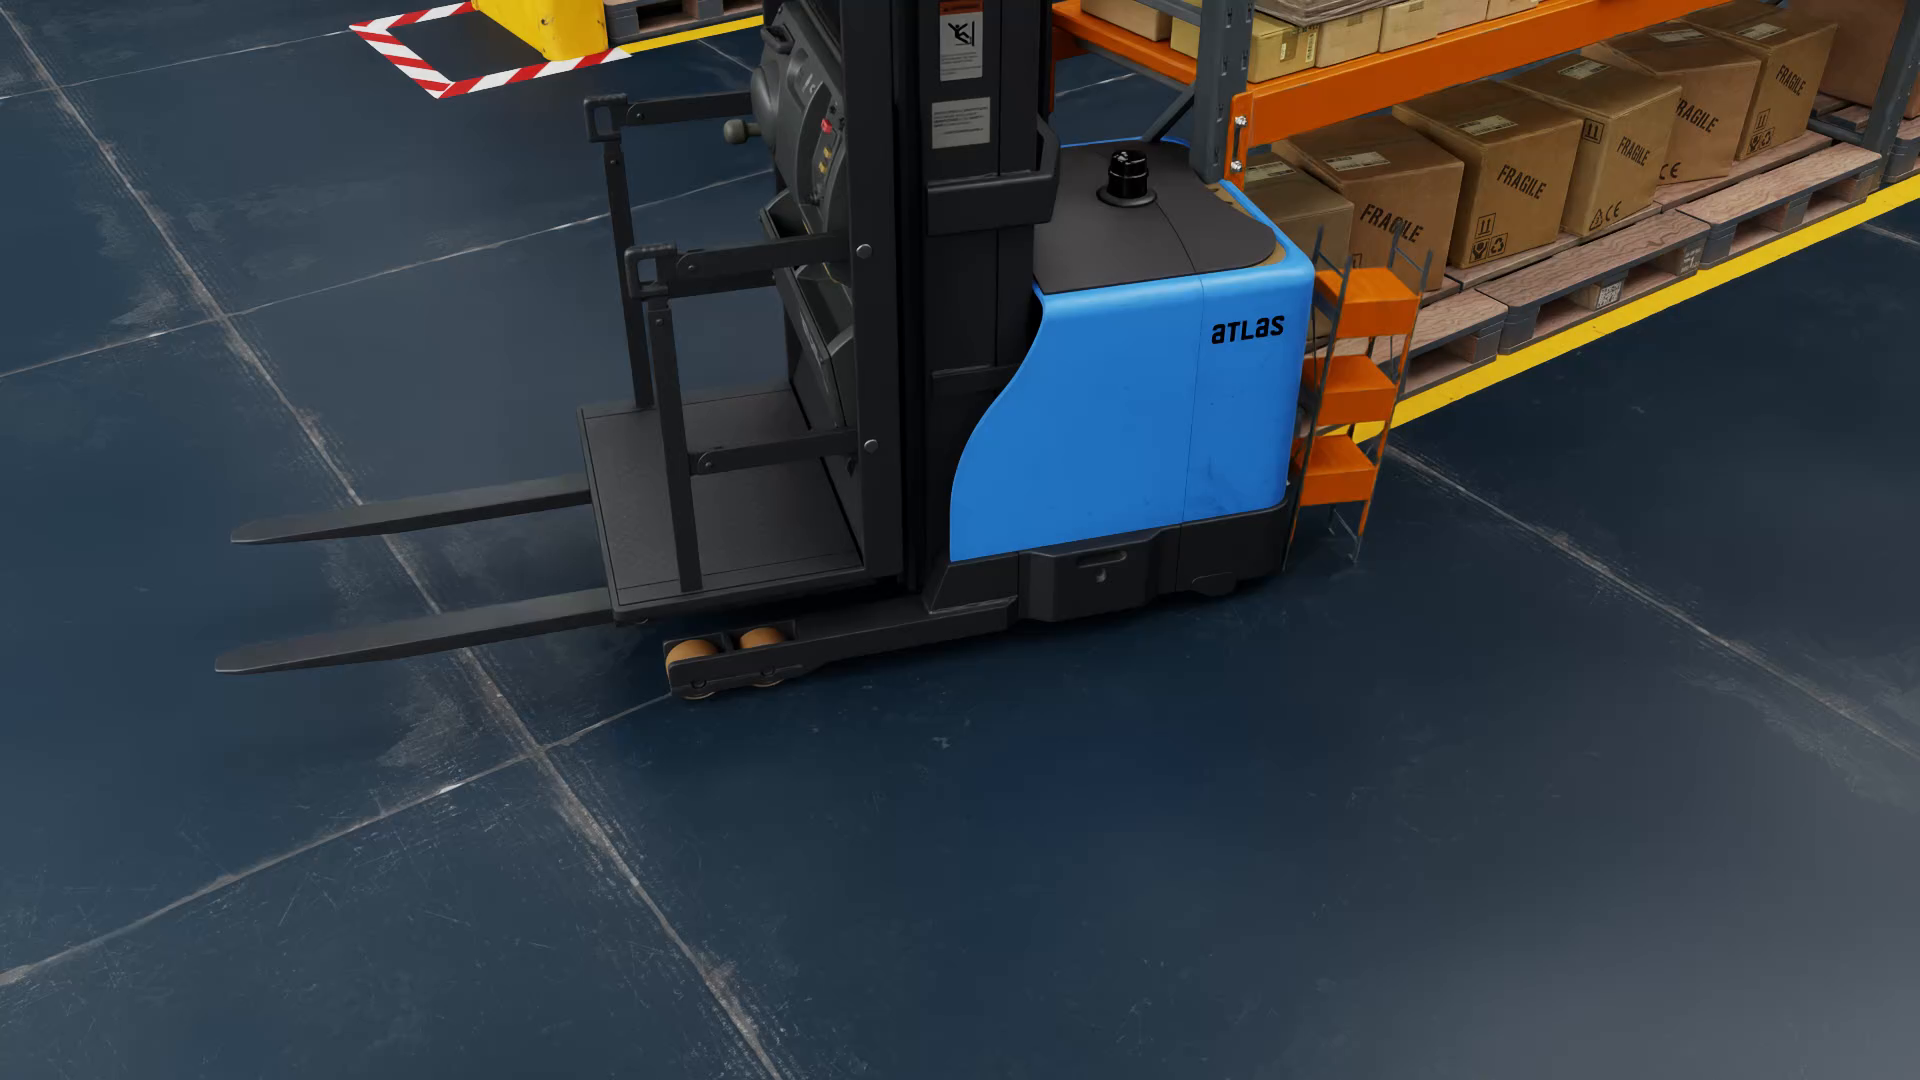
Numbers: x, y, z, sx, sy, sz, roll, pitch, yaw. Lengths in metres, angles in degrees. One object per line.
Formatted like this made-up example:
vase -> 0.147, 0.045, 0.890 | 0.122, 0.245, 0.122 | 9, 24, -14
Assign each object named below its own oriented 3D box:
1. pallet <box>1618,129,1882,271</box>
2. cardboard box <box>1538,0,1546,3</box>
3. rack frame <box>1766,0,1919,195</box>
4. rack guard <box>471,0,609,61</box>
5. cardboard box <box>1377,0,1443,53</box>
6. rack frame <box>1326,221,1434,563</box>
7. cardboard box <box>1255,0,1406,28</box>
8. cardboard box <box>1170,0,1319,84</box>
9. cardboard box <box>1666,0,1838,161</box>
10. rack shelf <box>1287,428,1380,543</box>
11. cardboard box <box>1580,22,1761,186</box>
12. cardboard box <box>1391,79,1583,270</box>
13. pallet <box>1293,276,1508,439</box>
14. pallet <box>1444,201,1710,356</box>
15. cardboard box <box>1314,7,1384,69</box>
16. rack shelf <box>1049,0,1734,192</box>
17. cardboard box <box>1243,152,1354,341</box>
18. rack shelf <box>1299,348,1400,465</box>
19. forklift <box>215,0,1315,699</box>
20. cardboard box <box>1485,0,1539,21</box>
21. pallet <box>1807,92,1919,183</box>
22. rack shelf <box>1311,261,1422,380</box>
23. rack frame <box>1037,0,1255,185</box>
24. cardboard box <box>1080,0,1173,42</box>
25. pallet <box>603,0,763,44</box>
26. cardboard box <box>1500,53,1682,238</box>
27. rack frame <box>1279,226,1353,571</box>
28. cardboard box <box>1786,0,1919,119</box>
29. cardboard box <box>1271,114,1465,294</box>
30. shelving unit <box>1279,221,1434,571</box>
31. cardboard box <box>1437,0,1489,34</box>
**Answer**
pallet -> 3.226, -1.617, 7.318 | 1.213, 0.211, 1.003 | -22, 41, -28
cardboard box -> 1.874, -1.950, 5.608 | 0.250, 0.149, 0.380 | -22, 41, -28
rack frame -> 3.755, -2.992, 6.841 | 0.127, 3.000, 1.000 | -22, 41, -28
rack guard -> -2.333, -3.044, 9.054 | 0.348, 0.500, 1.175 | -22, 41, -28
cardboard box -> 1.284, -1.679, 5.230 | 0.250, 0.149, 0.380 | -22, 41, -28
rack frame -> 1.233, -0.415, 4.929 | 0.008, 1.050, 0.200 | -6, 36, -15
cardboard box -> 0.951, -1.980, 5.094 | 0.500, 0.500, 0.875 | -22, 41, -28
cardboard box -> 0.856, -1.527, 5.019 | 0.250, 0.149, 0.380 | -22, 41, -28
cardboard box -> 3.405, -2.032, 7.288 | 0.500, 0.500, 0.500 | -24, 42, -29
rack shelf -> 1.096, -0.167, 5.062 | 0.240, 0.259, 0.215 | -6, 36, -15
cardboard box -> 2.941, -1.836, 7.015 | 0.500, 0.500, 0.500 | -10, 37, -14
cardboard box -> 1.997, -1.423, 6.441 | 0.500, 0.500, 0.500 | -18, 40, -24
pallet -> 1.232, -0.797, 6.177 | 1.213, 0.211, 1.003 | -22, 41, -28
pallet -> 2.228, -1.205, 6.744 | 1.213, 0.211, 1.003 | -22, 41, -28
cardboard box -> 1.071, -1.602, 5.123 | 0.250, 0.149, 0.380 | -22, 41, -28
rack shelf -> 2.120, -2.027, 6.116 | 4.000, 0.370, 1.077 | -22, 41, -28
cardboard box -> 1.005, -1.004, 5.859 | 0.500, 0.500, 0.500 | -15, 38, -20
rack shelf -> 1.115, -0.395, 4.904 | 0.240, 0.259, 0.215 | -6, 36, -15
forklift -> -0.601, -1.090, 4.256 | 3.031, 2.935, 1.130 | -9, 37, -13
cardboard box -> 1.685, -1.853, 5.473 | 0.250, 0.149, 0.380 | -22, 41, -28
pallet -> 4.391, -2.123, 8.021 | 1.213, 0.211, 1.003 | -22, 41, -28
rack shelf -> 1.134, -0.628, 4.743 | 0.240, 0.259, 0.215 | -6, 36, -15
rack frame -> 0.485, -1.647, 4.971 | 0.127, 3.000, 1.000 | -22, 41, -28
cardboard box -> 0.599, -1.739, 5.314 | 0.250, 0.149, 0.380 | -22, 41, -28
pallet -> -1.666, -3.197, 9.515 | 1.213, 0.211, 1.003 | -22, 41, -28
cardboard box -> 2.479, -1.590, 6.673 | 0.500, 0.500, 0.500 | -26, 43, -32
rack frame -> 0.998, -0.392, 4.868 | 0.008, 1.050, 0.200 | -6, 36, -15
cardboard box -> 4.269, -2.352, 7.716 | 0.500, 0.500, 0.700 | -26, 43, -31
cardboard box -> 1.474, -1.222, 6.161 | 0.500, 0.500, 0.500 | -12, 37, -16
shelving unit -> 1.115, -0.404, 4.898 | 0.252, 1.050, 0.215 | -6, 36, -15
cardboard box -> 1.476, -1.773, 5.361 | 0.250, 0.149, 0.380 | -22, 41, -28
